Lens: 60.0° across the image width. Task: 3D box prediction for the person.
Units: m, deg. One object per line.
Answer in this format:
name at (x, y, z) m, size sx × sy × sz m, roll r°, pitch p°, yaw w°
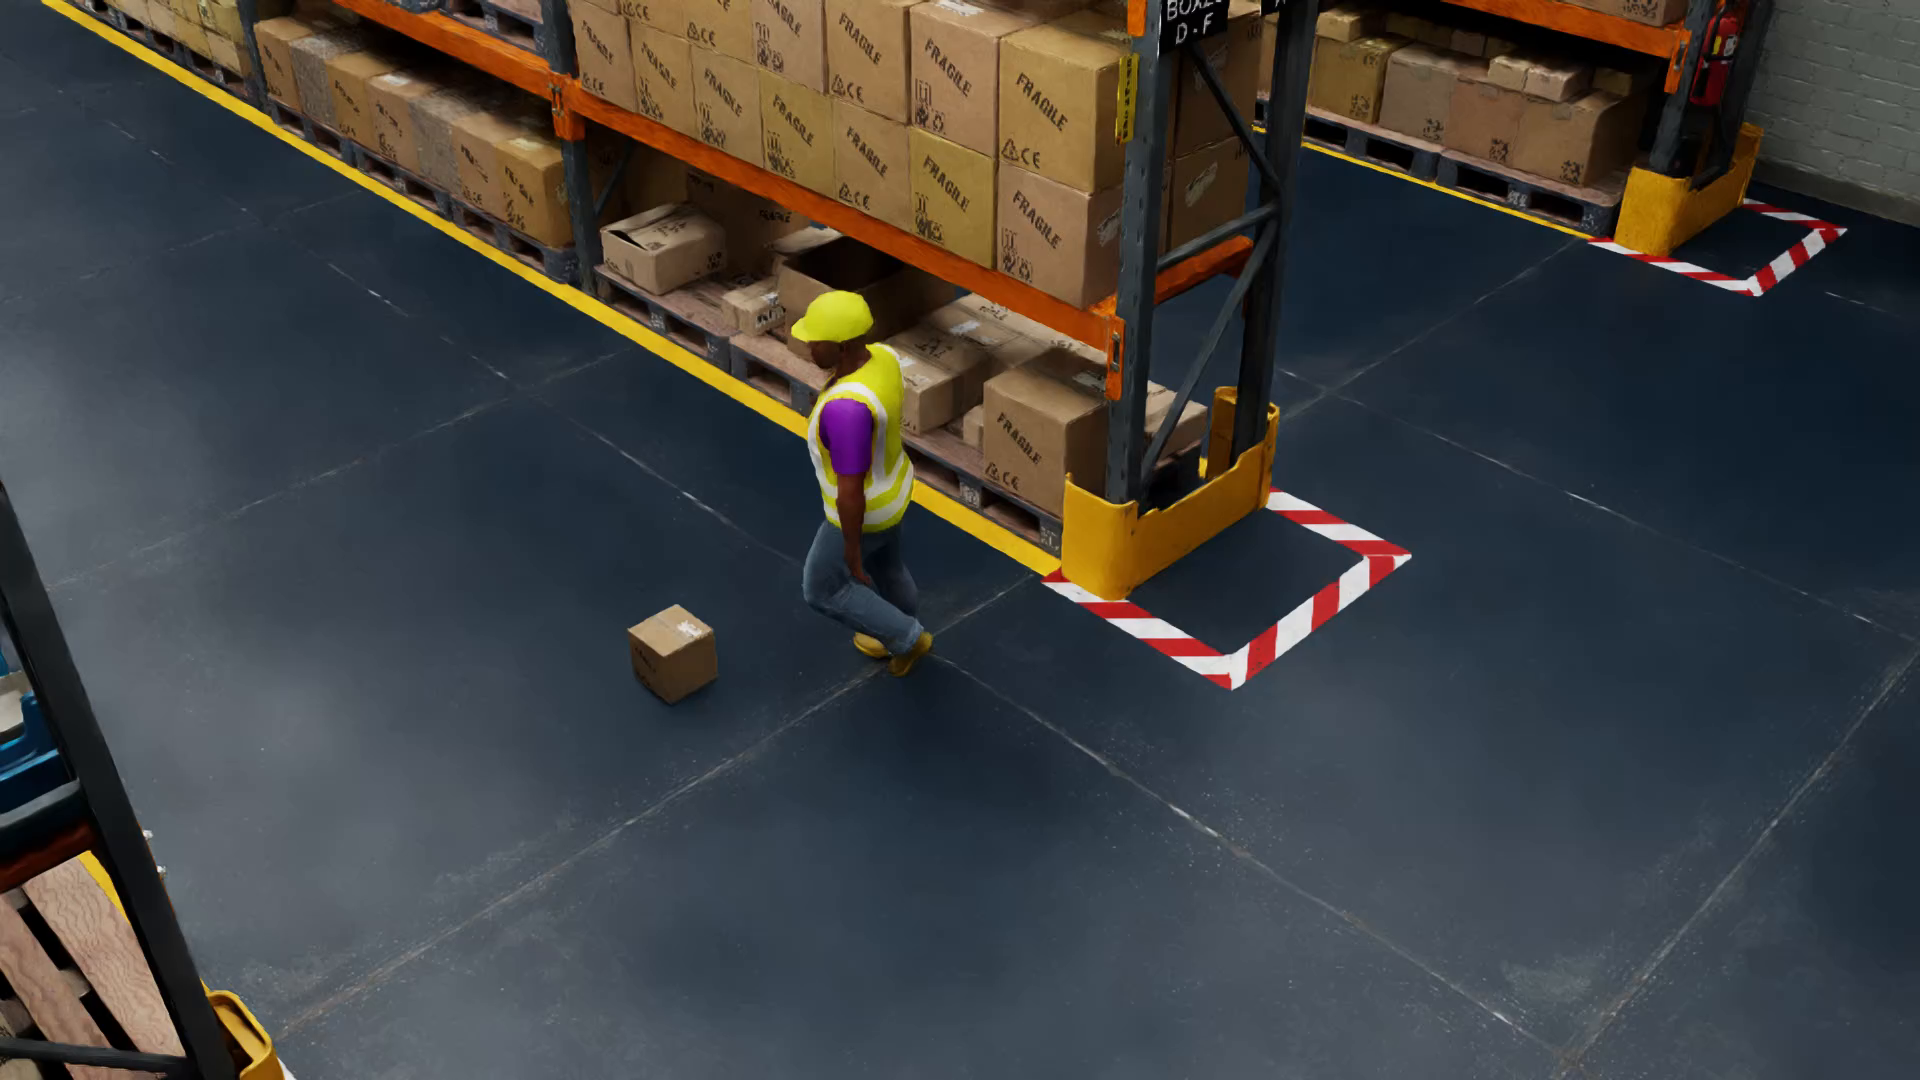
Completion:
person at (-0.343, -0.155, 6.317) m, size 0.494 × 1.752 × 0.726 m, roll 7°, pitch 36°, yaw 9°
